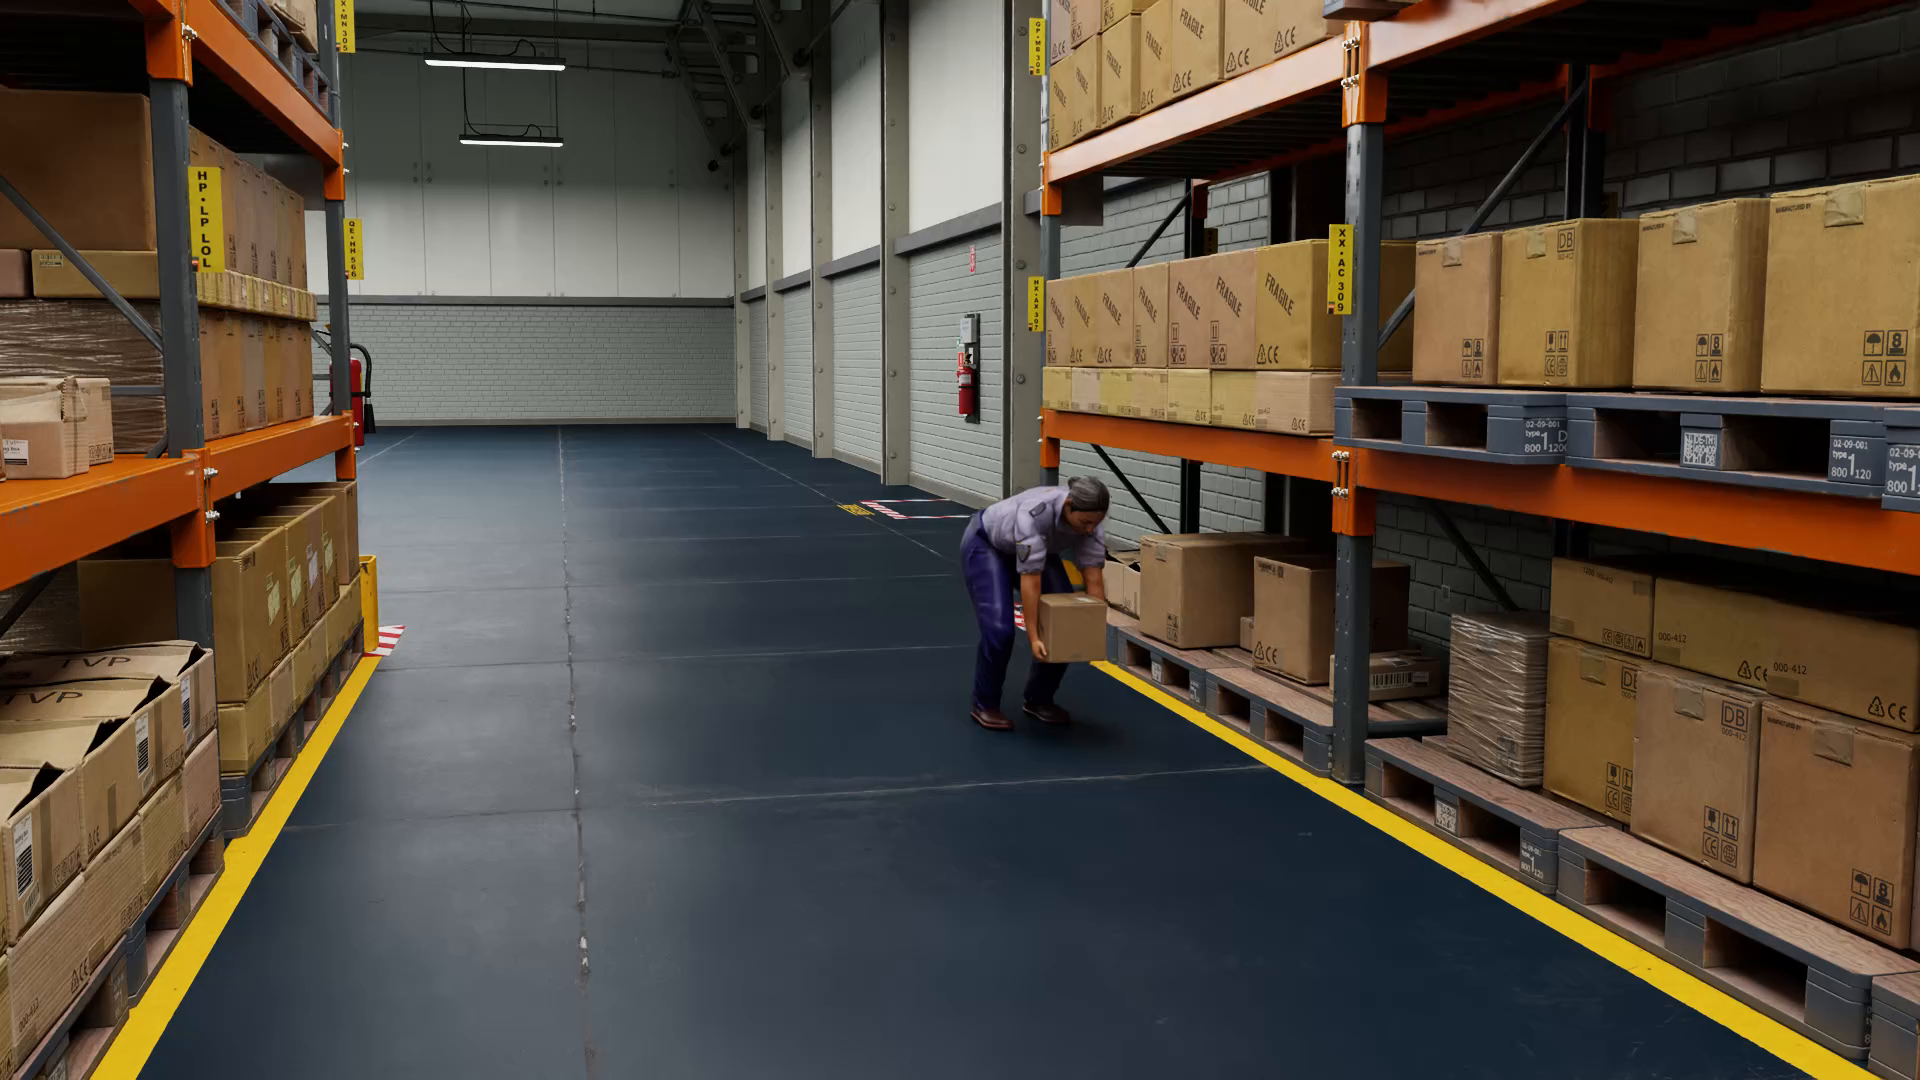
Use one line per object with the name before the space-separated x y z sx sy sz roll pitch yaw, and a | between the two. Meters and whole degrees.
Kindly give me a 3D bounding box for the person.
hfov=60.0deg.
person | 0.349 0.237 7.198 0.495 1.061 0.877 -4 7 -30
